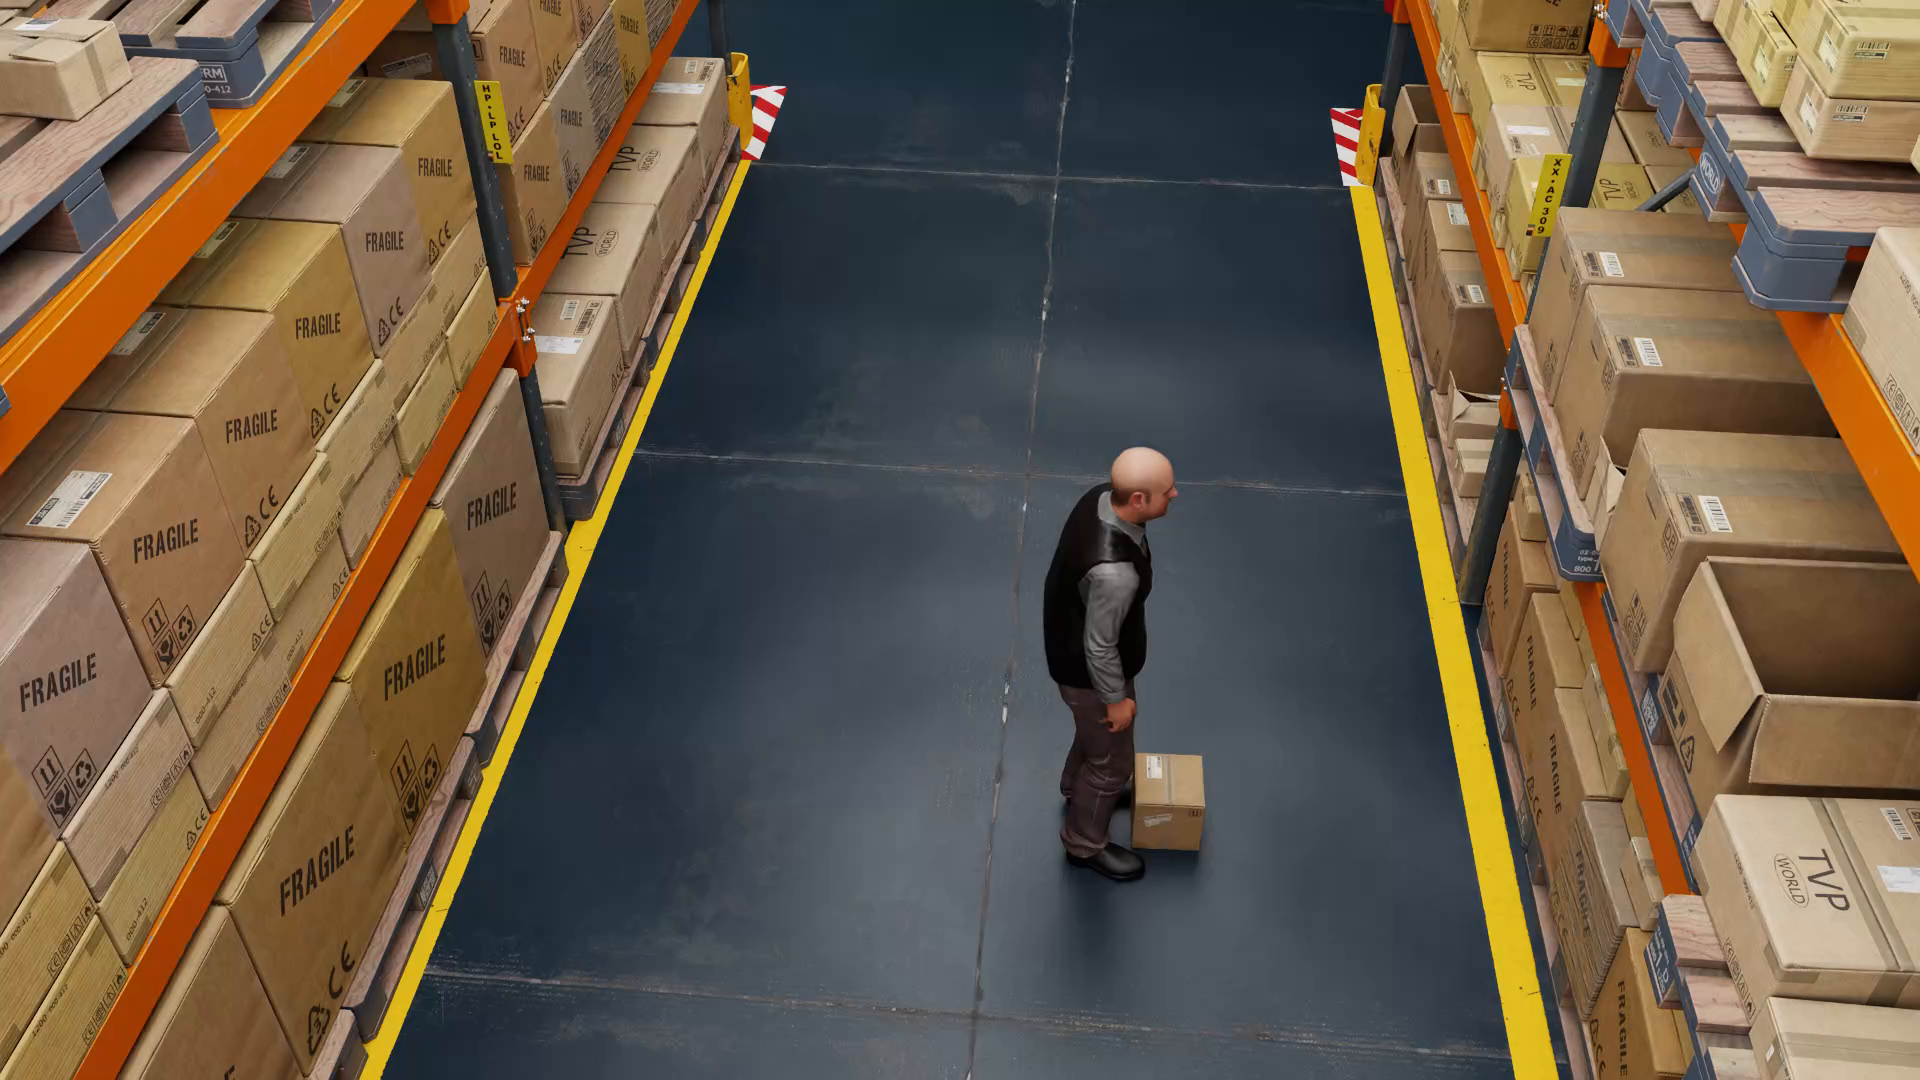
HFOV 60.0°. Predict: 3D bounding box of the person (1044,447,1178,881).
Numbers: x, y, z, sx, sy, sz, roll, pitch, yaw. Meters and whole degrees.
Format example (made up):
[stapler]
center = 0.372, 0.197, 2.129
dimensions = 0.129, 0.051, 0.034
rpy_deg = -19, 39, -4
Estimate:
[person]
center = 0.487, 0.396, 5.699
dimensions = 0.415, 1.721, 0.580
rpy_deg = 3, 40, 4
